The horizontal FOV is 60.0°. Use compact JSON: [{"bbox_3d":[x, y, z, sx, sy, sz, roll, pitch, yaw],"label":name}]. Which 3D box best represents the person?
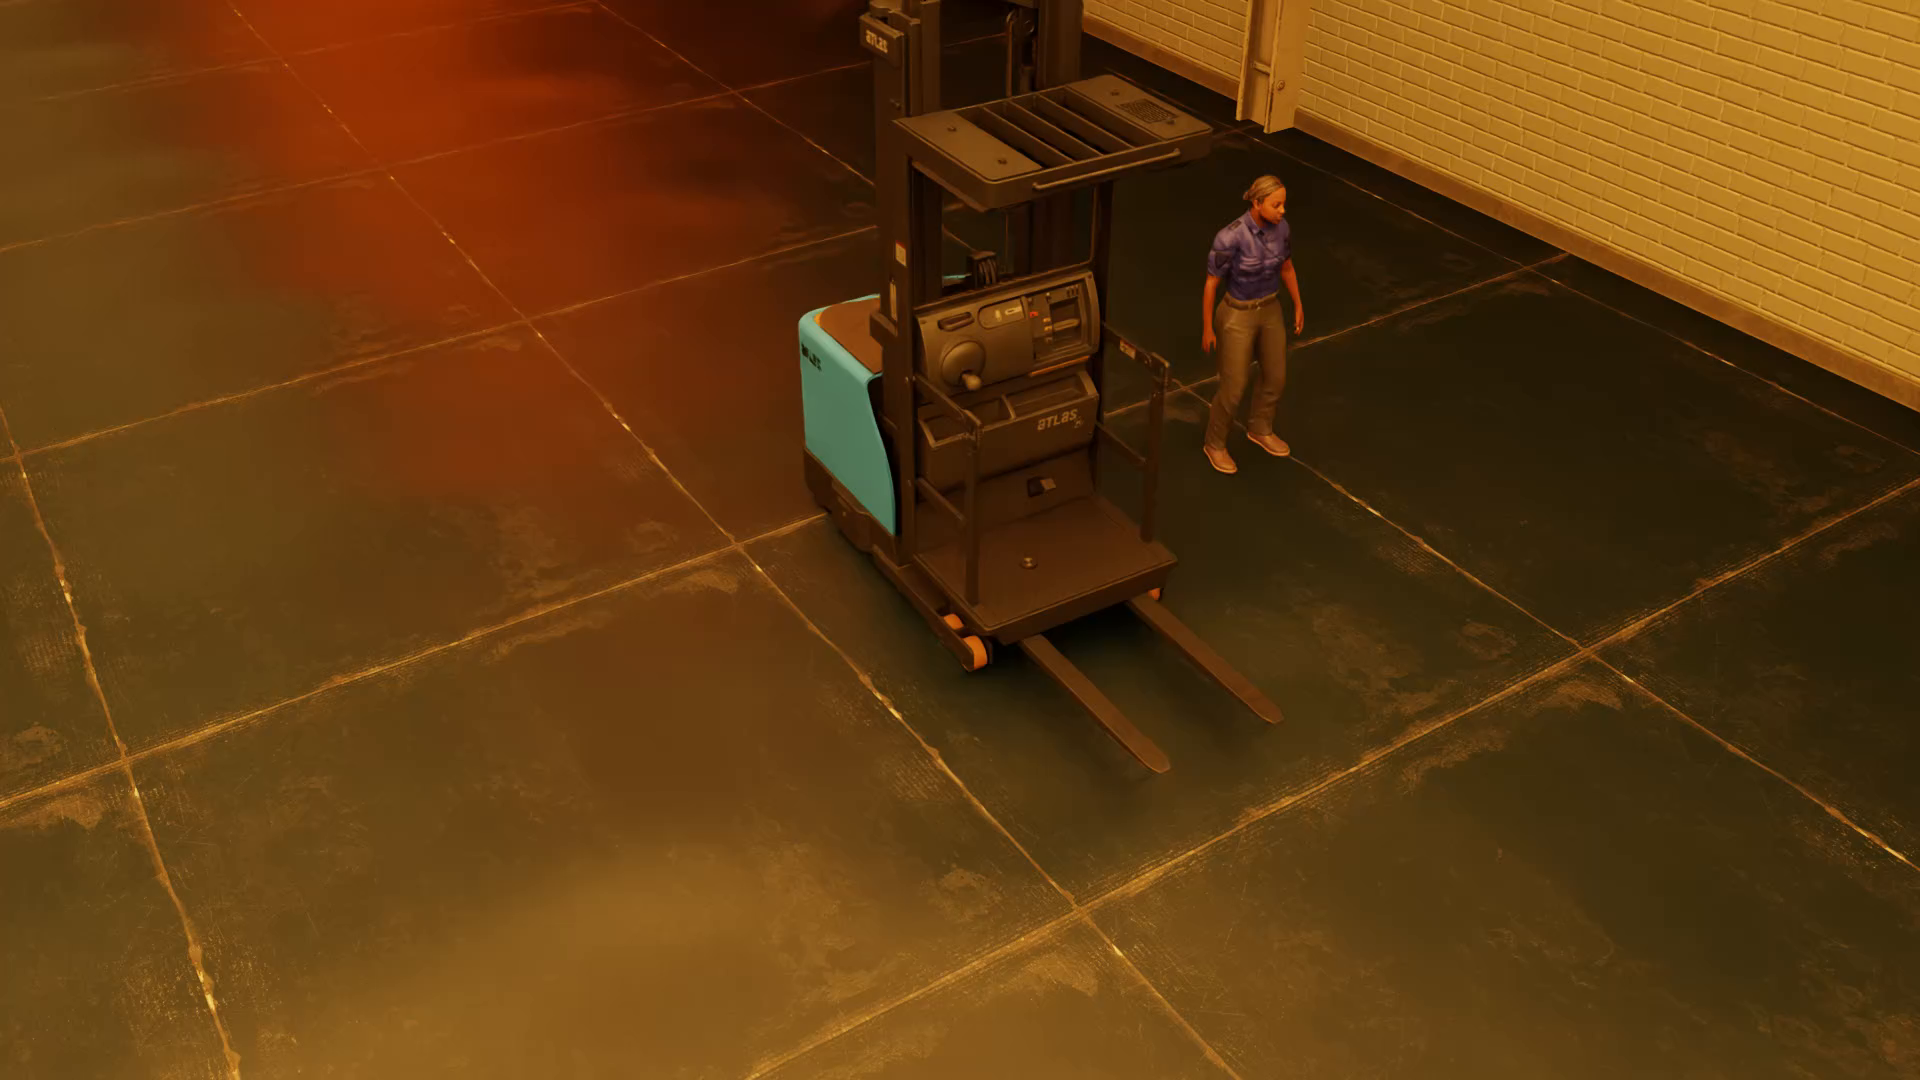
[{"bbox_3d":[1.583,-1.172,8.933,0.616,1.650,0.367,-18,39,-24],"label":"person"}]

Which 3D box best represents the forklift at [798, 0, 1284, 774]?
[{"bbox_3d":[0.343,-0.890,7.414,1.130,2.935,3.031,-19,39,-25],"label":"forklift"}]
